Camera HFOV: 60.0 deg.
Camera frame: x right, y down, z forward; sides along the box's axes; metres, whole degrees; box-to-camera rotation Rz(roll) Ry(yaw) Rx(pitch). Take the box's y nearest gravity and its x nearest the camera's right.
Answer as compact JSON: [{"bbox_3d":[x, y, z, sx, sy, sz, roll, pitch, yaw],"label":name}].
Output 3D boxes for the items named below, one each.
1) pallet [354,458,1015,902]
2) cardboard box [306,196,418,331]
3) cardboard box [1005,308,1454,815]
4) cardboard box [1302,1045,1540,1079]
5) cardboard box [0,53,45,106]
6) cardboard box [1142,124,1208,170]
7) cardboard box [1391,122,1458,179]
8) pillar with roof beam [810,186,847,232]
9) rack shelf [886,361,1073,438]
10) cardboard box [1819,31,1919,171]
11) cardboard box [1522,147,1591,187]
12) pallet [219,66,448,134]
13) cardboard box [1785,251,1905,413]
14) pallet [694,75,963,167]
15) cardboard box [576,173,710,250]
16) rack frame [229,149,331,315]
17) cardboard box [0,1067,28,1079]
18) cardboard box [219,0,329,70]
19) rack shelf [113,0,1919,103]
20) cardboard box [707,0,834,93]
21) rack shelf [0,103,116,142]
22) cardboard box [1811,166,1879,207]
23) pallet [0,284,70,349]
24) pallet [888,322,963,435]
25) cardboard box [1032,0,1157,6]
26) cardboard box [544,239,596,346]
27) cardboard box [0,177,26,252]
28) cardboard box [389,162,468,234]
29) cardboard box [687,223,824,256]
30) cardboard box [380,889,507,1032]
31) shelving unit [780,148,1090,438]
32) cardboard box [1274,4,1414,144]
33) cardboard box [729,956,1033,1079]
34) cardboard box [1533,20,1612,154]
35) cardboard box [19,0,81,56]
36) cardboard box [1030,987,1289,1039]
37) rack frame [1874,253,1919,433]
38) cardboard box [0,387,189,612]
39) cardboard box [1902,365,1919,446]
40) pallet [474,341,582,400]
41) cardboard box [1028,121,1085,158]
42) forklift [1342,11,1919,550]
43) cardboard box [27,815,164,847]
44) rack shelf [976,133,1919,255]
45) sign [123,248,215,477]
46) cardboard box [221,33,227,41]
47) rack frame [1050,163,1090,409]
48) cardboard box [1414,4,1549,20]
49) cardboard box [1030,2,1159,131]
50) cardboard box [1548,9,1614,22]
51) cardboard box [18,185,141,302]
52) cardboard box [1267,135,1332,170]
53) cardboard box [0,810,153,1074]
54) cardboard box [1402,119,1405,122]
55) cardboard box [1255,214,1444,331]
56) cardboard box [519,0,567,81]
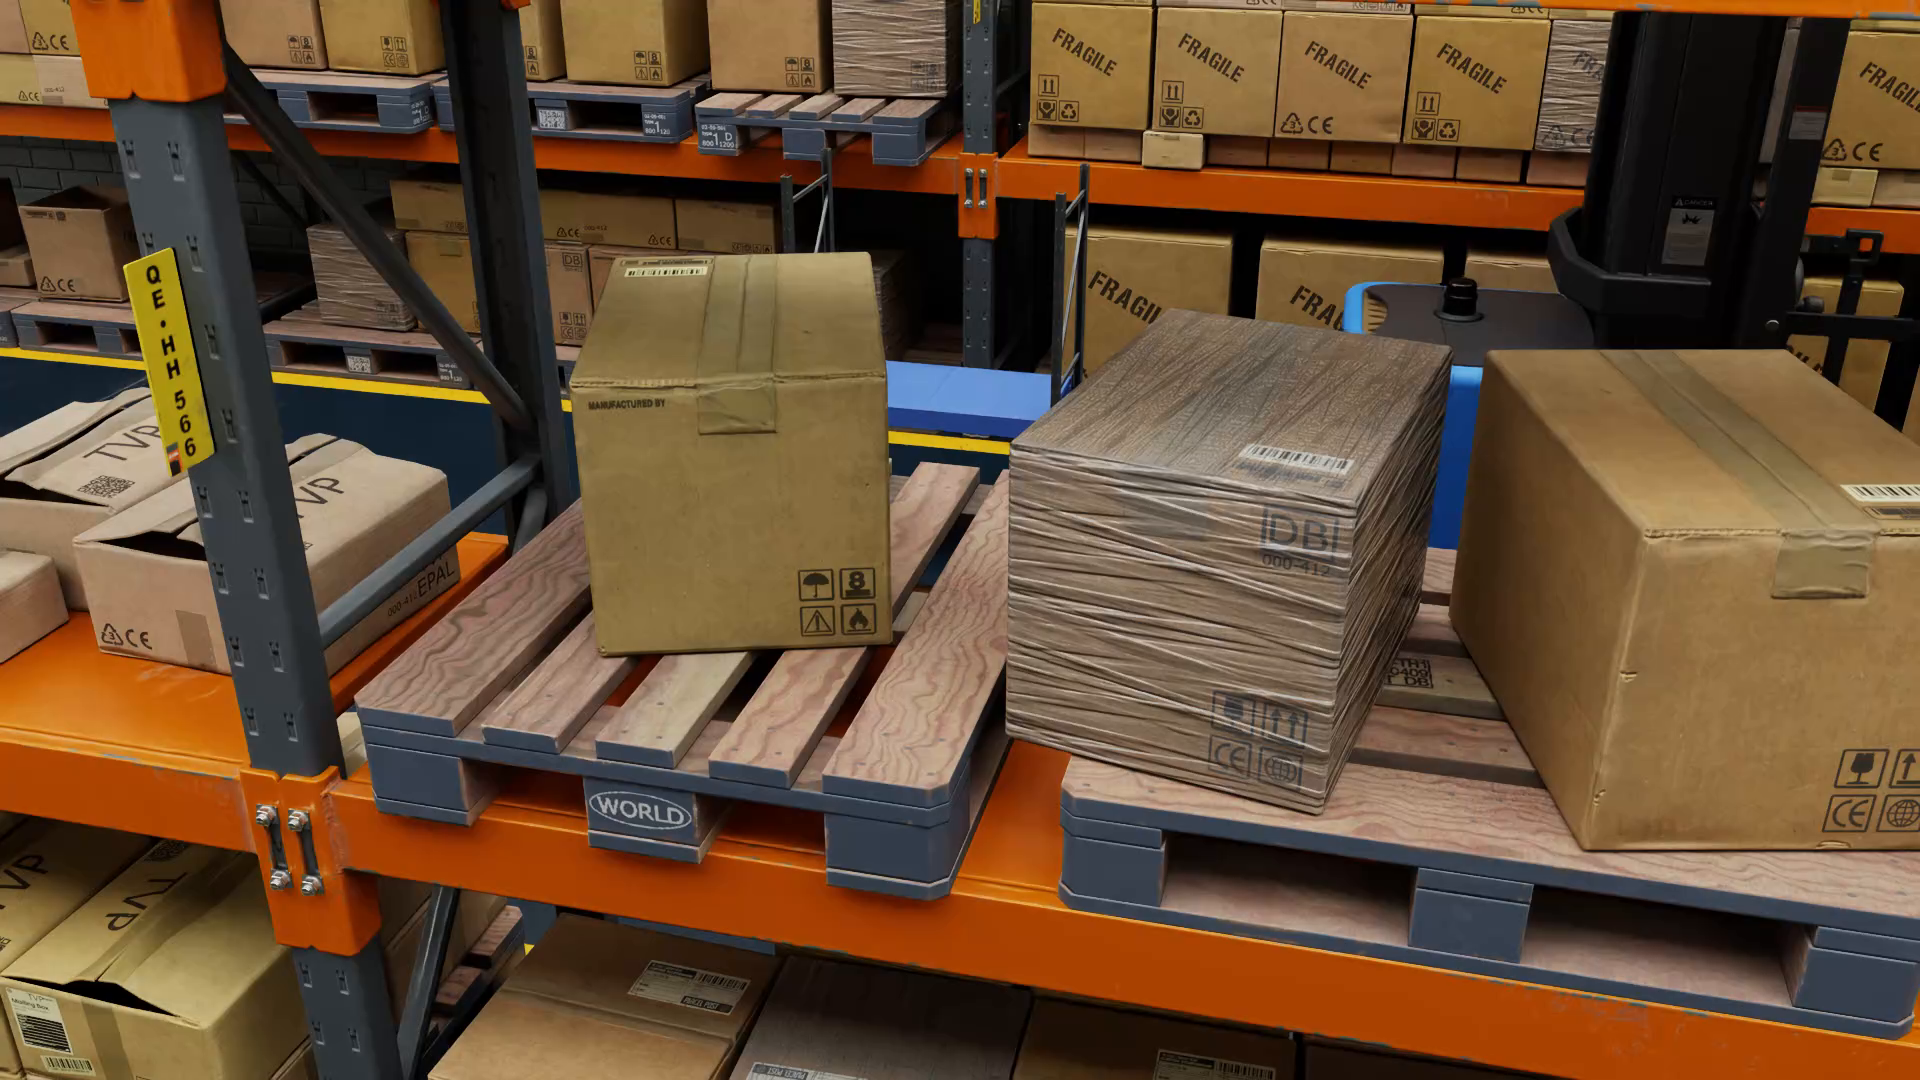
[{"bbox_3d":[-0.359,0.161,3.146,1.003,0.211,1.213,6,26,13],"label":"pallet"},{"bbox_3d":[-2.960,-1.458,8.720,0.500,0.500,0.700,7,26,15],"label":"cardboard box"},{"bbox_3d":[0.444,-0.006,2.669,0.500,0.500,0.700,11,28,23],"label":"cardboard box"},{"bbox_3d":[0.837,1.291,2.944,0.500,0.500,0.500,5,26,11],"label":"cardboard box"},{"bbox_3d":[-4.691,-2.383,8.417,0.500,0.250,0.500,6,26,13],"label":"cardboard box"},{"bbox_3d":[0.937,-1.702,7.104,0.250,0.149,0.380,7,26,15],"label":"cardboard box"},{"bbox_3d":[1.947,-1.636,6.967,0.250,0.149,0.380,6,26,13],"label":"cardboard box"},{"bbox_3d":[-1.918,-3.448,3.524,0.400,9.000,9.100,6,26,13],"label":"pillar with roof beam"},{"bbox_3d":[-0.083,-0.524,6.524,1.000,0.185,0.538,6,26,13],"label":"rack shelf"},{"bbox_3d":[3.562,-1.737,6.423,0.500,0.500,0.500,6,26,12],"label":"cardboard box"},{"bbox_3d":[2.454,-1.572,6.832,0.250,0.149,0.380,6,26,12],"label":"cardboard box"},{"bbox_3d":[-2.973,-2.231,8.170,1.213,0.211,1.003,6,26,13],"label":"pallet"},{"bbox_3d":[3.410,-0.838,7.034,0.750,0.750,0.750,7,26,14],"label":"cardboard box"},{"bbox_3d":[-0.519,-1.977,7.637,1.003,0.211,1.213,6,26,13],"label":"pallet"},{"bbox_3d":[-1.549,-1.636,8.221,0.500,0.250,0.500,6,26,13],"label":"cardboard box"},{"bbox_3d":[-3.677,-2.460,8.428,0.127,3.000,1.000,6,26,13],"label":"rack frame"},{"bbox_3d":[-2.103,1.074,3.715,0.500,0.250,0.500,6,26,12],"label":"cardboard box"},{"bbox_3d":[-3.192,-2.635,8.168,0.500,0.500,0.700,6,26,13],"label":"cardboard box"},{"bbox_3d":[0.904,-0.785,2.256,4.000,0.370,1.077,6,26,13],"label":"rack shelf"},{"bbox_3d":[-0.808,-2.371,7.612,0.500,0.500,0.700,4,26,8],"label":"cardboard box"},{"bbox_3d":[-5.614,-2.350,9.033,4.000,0.370,1.077,6,26,13],"label":"rack shelf"},{"bbox_3d":[3.423,-1.435,6.544,0.250,0.149,0.380,7,26,14],"label":"cardboard box"},{"bbox_3d":[-5.521,-1.388,9.420,1.213,0.211,1.003,6,26,13],"label":"pallet"},{"bbox_3d":[-0.559,-0.857,8.305,1.213,0.211,1.003,6,26,13],"label":"pallet"},{"bbox_3d":[0.601,-2.400,6.944,0.500,0.250,0.500,7,26,14],"label":"cardboard box"},{"bbox_3d":[-1.962,-1.353,8.498,0.500,0.500,0.700,7,26,14],"label":"cardboard box"},{"bbox_3d":[-5.653,-1.687,9.199,0.500,0.500,0.700,5,26,10],"label":"cardboard box"},{"bbox_3d":[-2.532,-1.751,8.463,0.500,0.250,0.500,6,26,12],"label":"cardboard box"},{"bbox_3d":[-0.983,-1.261,8.305,0.500,0.500,0.700,6,26,13],"label":"cardboard box"},{"bbox_3d":[-1.467,0.904,4.072,0.500,0.250,0.500,6,26,13],"label":"cardboard box"},{"bbox_3d":[-0.083,-0.686,6.447,1.048,1.500,0.538,6,26,13],"label":"shelving unit"},{"bbox_3d":[1.589,-1.949,6.868,0.500,0.500,0.500,6,26,13],"label":"cardboard box"},{"bbox_3d":[-0.155,1.182,3.174,0.500,0.500,0.500,5,26,11],"label":"cardboard box"},{"bbox_3d":[2.581,-1.845,6.649,0.500,0.500,0.500,6,26,13],"label":"cardboard box"},{"bbox_3d":[-4.211,-2.662,8.131,0.500,0.500,0.500,6,26,13],"label":"cardboard box"},{"bbox_3d":[0.433,1.018,3.517,0.500,0.500,0.500,5,26,11],"label":"cardboard box"},{"bbox_3d":[4.071,-1.604,6.629,0.127,3.000,1.000,6,26,13],"label":"rack frame"},{"bbox_3d":[-1.851,-0.106,3.586,0.500,0.311,0.500,6,26,12],"label":"cardboard box"},{"bbox_3d":[1.756,0.033,2.586,0.500,0.500,0.700,11,27,21],"label":"cardboard box"},{"bbox_3d":[-1.737,-0.989,8.581,1.213,0.211,1.003,6,26,13],"label":"pallet"},{"bbox_3d":[0.459,-1.796,7.302,0.250,0.149,0.380,6,26,12],"label":"cardboard box"},{"bbox_3d":[2.837,-1.008,5.458,3.031,2.935,1.130,6,26,11],"label":"forklift"},{"bbox_3d":[-1.978,0.598,4.062,0.500,0.311,0.500,6,26,12],"label":"cardboard box"},{"bbox_3d":[2.134,-1.493,7.234,4.000,0.370,1.077,6,26,13],"label":"rack shelf"},{"bbox_3d":[-1.168,-0.261,2.461,0.005,0.325,0.100,6,26,13],"label":"sign"},{"bbox_3d":[-4.078,-2.541,8.749,0.500,0.250,0.500,7,26,14],"label":"cardboard box"},{"bbox_3d":[0.410,-0.632,6.332,0.032,1.500,0.500,6,26,13],"label":"rack frame"},{"bbox_3d":[2.075,-2.242,6.612,0.500,0.250,0.500,6,26,12],"label":"cardboard box"},{"bbox_3d":[0.604,-2.062,7.106,0.500,0.500,0.500,7,26,15],"label":"cardboard box"},{"bbox_3d":[2.569,-2.188,6.498,0.500,0.250,0.500,7,26,14],"label":"cardboard box"},{"bbox_3d":[-4.692,-1.625,9.070,0.500,0.500,0.500,4,26,9],"label":"cardboard box"},{"bbox_3d":[1.465,-1.702,7.104,0.250,0.149,0.380,7,26,14],"label":"cardboard box"},{"bbox_3d":[-2.106,0.823,3.590,0.500,0.311,0.500,6,26,12],"label":"cardboard box"},{"bbox_3d":[2.077,-1.844,7.403,0.250,0.149,0.380,6,26,12],"label":"cardboard box"},{"bbox_3d":[1.724,-1.021,7.418,0.750,0.750,0.750,6,26,13],"label":"cardboard box"},{"bbox_3d":[-2.007,-2.515,7.915,0.500,0.500,0.700,10,27,20],"label":"cardboard box"}]
